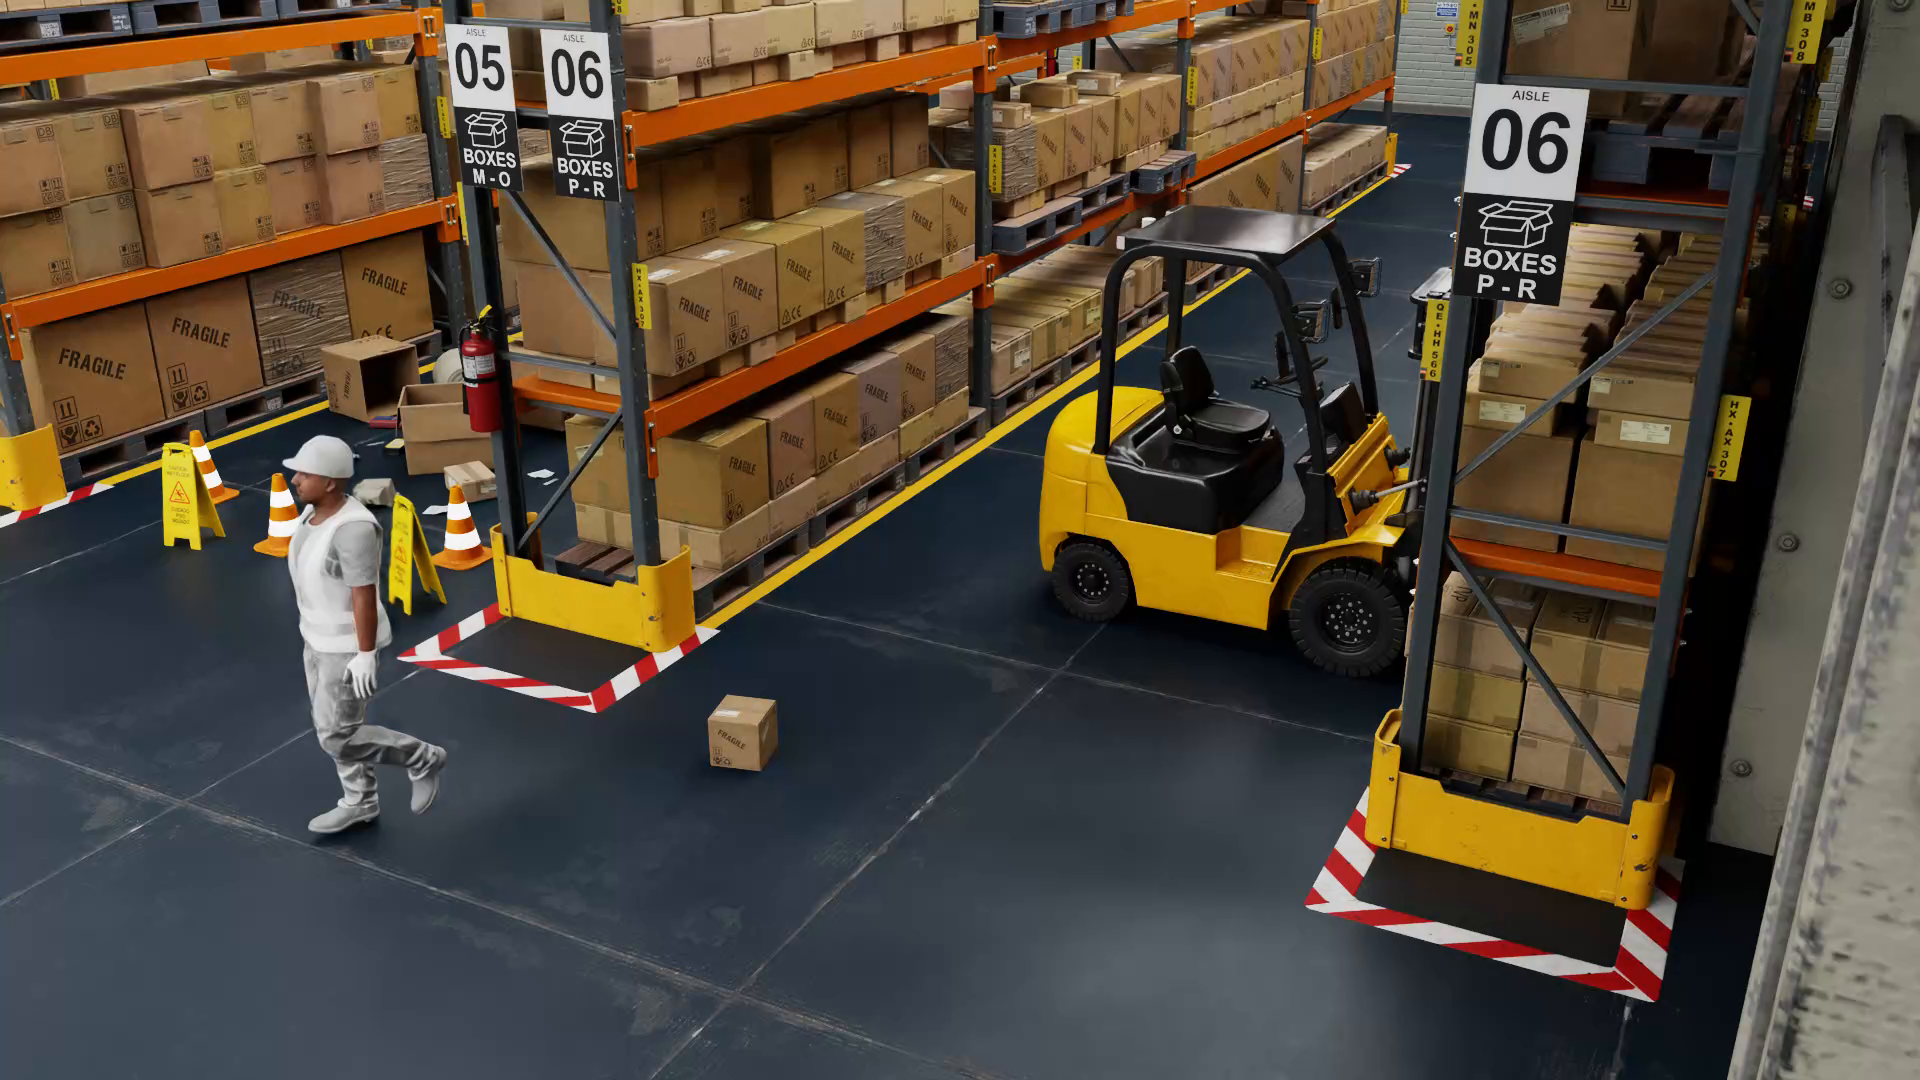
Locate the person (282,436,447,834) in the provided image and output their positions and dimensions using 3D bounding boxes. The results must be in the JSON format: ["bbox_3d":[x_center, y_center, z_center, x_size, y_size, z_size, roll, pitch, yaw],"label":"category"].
[{"bbox_3d":[-2.560,0.410,7.004,0.584,1.773,0.578,-16,27,-34],"label":"person"}]
